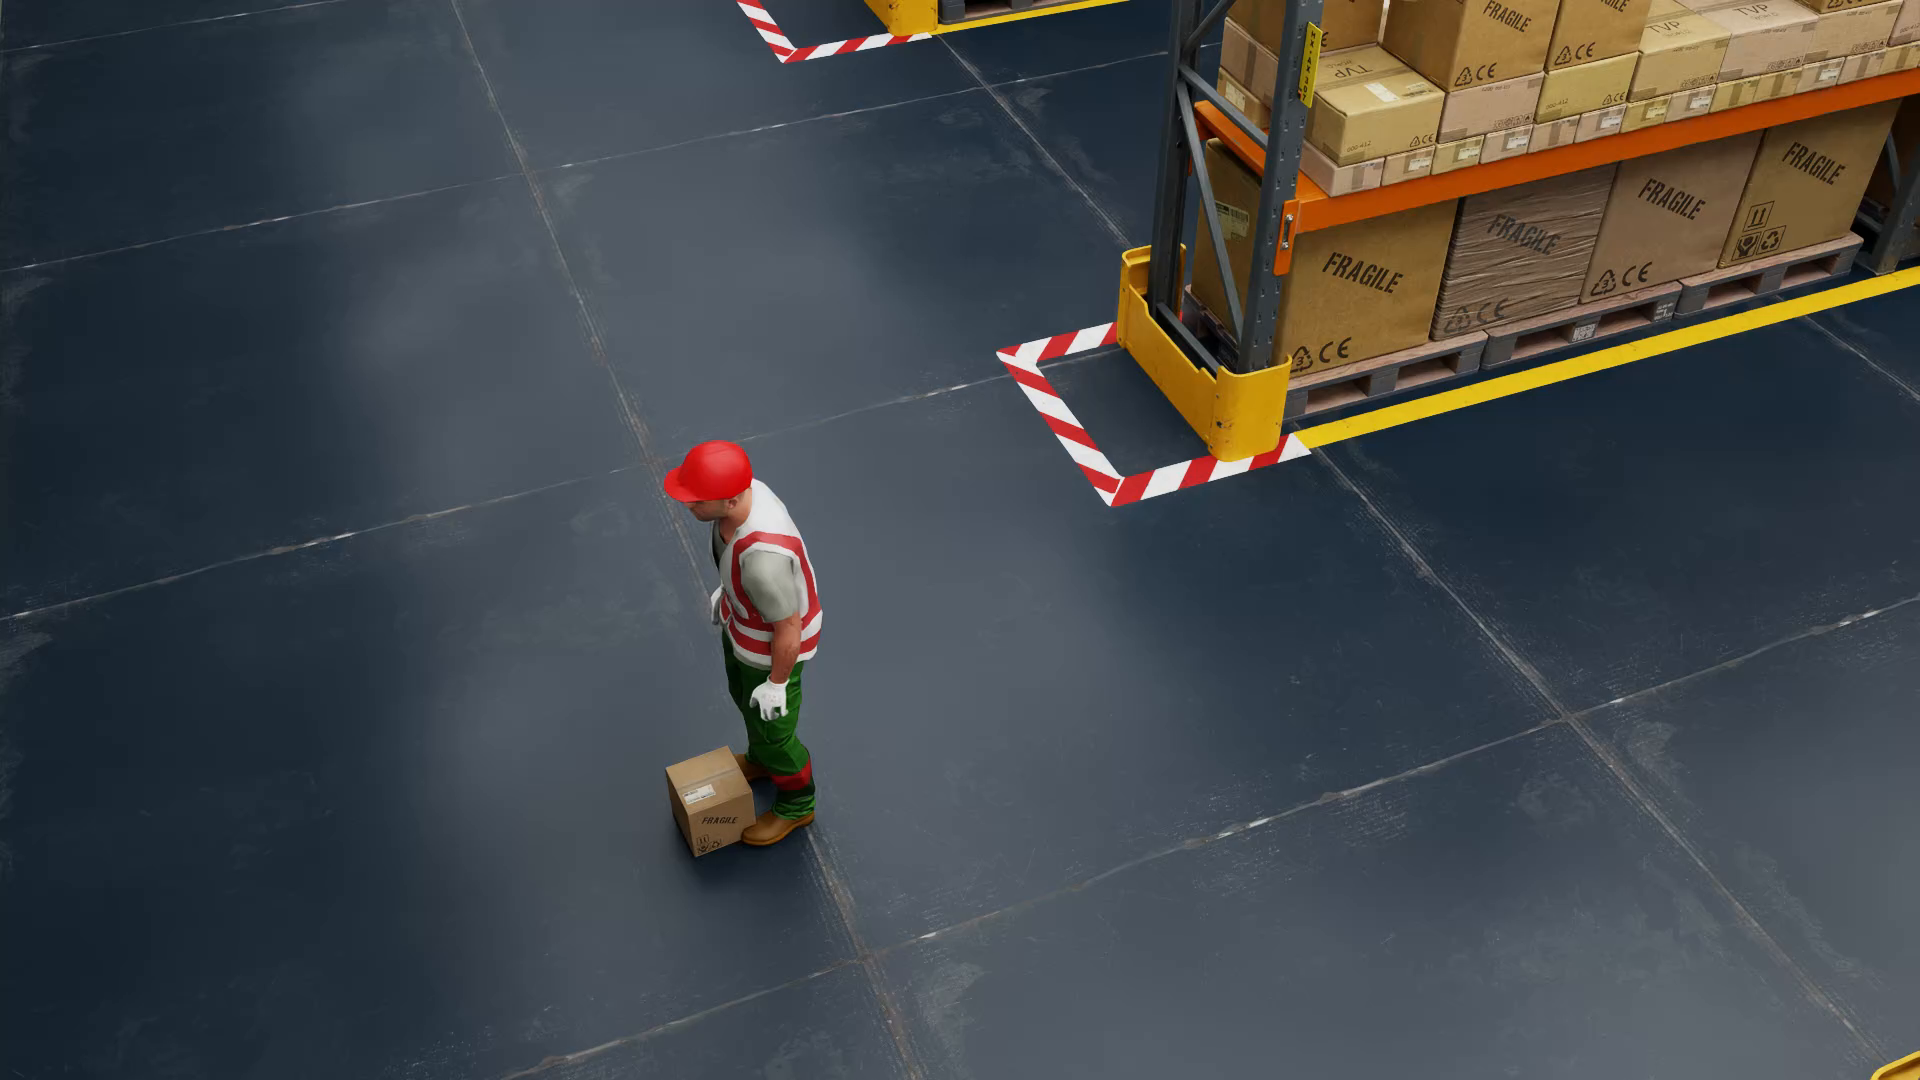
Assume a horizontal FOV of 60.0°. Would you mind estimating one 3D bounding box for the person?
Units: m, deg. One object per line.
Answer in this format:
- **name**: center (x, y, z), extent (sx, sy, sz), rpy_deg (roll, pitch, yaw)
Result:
- **person**: center (-0.718, 0.346, 5.755), extent (0.455, 1.779, 0.612), rpy_deg (-16, 44, -17)
